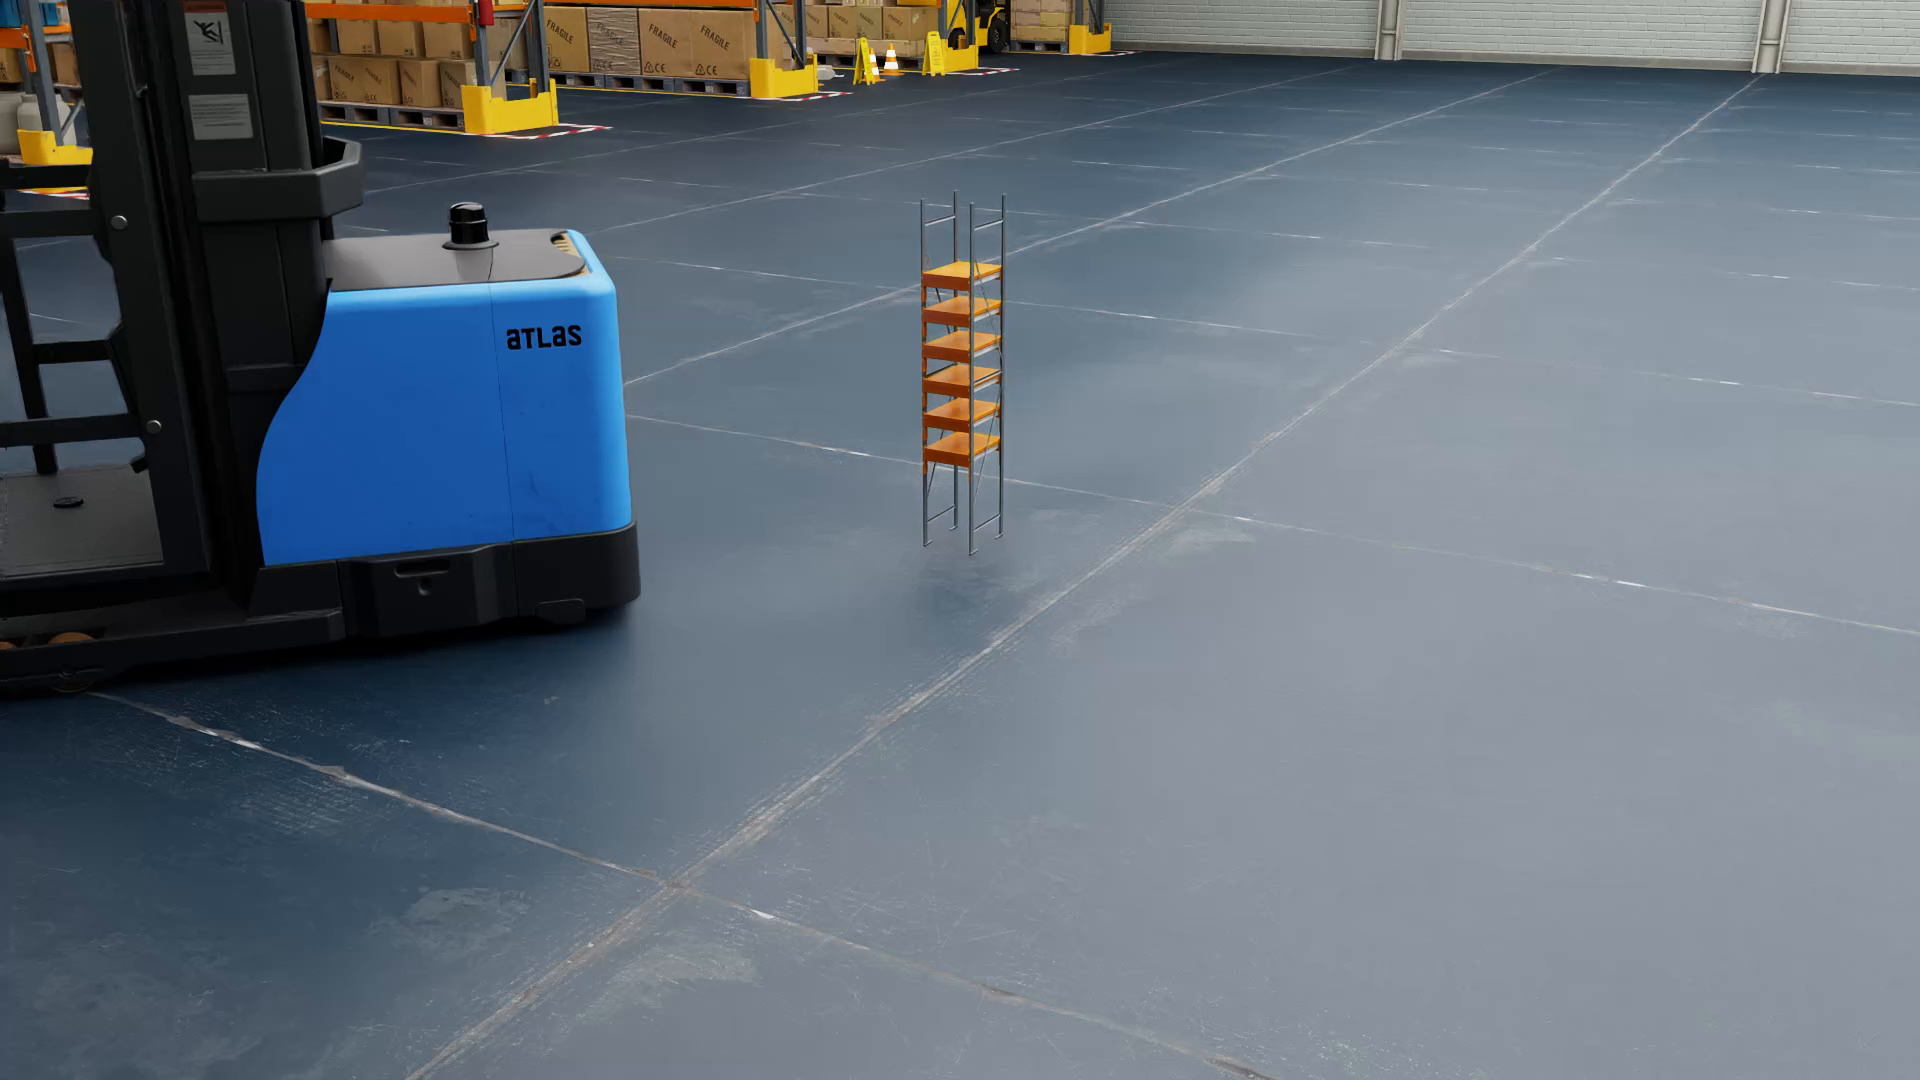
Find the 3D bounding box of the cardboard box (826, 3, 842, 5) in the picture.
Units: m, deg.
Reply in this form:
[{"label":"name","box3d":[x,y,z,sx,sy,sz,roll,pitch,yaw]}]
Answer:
[{"label":"cardboard box","box3d":[-2.005,-8.637,27.593,0.500,0.500,0.500,12,23,30]}]

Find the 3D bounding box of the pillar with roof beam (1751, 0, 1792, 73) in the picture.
[{"label":"pillar with roof beam","box3d":[10.575,-10.307,21.082,0.400,9.000,9.100,11,23,27]}]

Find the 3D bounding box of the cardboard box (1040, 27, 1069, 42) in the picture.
[{"label":"cardboard box","box3d":[1.802,-9.269,30.435,0.500,0.250,0.500,11,23,28]}]

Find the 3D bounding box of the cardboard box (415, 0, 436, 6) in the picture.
[{"label":"cardboard box","box3d":[-5.695,-5.887,18.064,0.250,0.149,0.380,11,23,27]}]

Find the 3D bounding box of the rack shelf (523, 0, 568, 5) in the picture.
[{"label":"rack shelf","box3d":[-7.615,-8.071,24.770,4.000,0.370,1.077,11,23,27]}]

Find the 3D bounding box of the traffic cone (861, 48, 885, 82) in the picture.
[{"label":"traffic cone","box3d":[-1.300,-7.009,24.510,0.334,0.463,0.336,11,23,27]}]

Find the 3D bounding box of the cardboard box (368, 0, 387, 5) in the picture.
[{"label":"cardboard box","box3d":[-6.333,-6.022,18.436,0.250,0.149,0.380,11,23,27]}]

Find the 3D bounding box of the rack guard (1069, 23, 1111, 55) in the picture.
[{"label":"rack guard","box3d":[2.387,-9.201,30.496,0.348,0.500,1.175,11,23,27]}]

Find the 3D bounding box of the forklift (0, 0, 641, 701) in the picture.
[{"label":"forklift","box3d":[-2.571,-1.129,4.680,3.031,2.935,1.130,-6,21,-17]}]

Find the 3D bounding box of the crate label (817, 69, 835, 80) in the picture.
[{"label":"crate label","box3d":[-2.017,-6.969,24.875,0.298,0.136,0.250,0,20,-1]}]

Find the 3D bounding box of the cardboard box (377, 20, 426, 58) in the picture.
[{"label":"cardboard box","box3d":[-8.108,-7.609,25.126,0.750,0.750,1.050,11,23,28]}]

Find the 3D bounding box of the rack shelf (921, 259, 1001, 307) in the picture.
[{"label":"rack shelf","box3d":[0.013,-0.858,5.546,0.180,0.103,0.258,11,23,27]}]

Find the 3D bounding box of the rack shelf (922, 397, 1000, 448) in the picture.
[{"label":"rack shelf","box3d":[0.013,-0.407,5.710,0.180,0.103,0.258,11,23,27]}]

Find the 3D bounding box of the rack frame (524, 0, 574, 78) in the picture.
[{"label":"rack frame","box3d":[-5.869,-8.076,23.731,0.127,3.000,1.000,11,23,27]}]

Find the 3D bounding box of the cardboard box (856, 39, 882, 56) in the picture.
[{"label":"cardboard box","box3d":[-1.336,-7.949,26.797,0.500,0.250,0.500,11,23,27]}]

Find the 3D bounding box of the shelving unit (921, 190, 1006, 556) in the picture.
[{"label":"shelving unit","box3d":[0.013,-0.562,5.654,0.189,1.200,0.258,11,23,27]}]

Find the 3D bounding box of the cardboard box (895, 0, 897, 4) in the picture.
[{"label":"cardboard box","box3d":[-1.587,-10.210,32.478,0.625,0.625,0.875,12,23,30]}]

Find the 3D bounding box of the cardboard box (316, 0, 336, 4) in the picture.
[{"label":"cardboard box","box3d":[-7.019,-6.128,18.727,0.250,0.149,0.380,11,23,27]}]

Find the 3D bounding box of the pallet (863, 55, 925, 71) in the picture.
[{"label":"pallet","box3d":[-0.809,-7.749,26.918,1.213,0.211,1.003,11,23,27]}]

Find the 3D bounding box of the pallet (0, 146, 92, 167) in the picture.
[{"label":"pallet","box3d":[-8.095,-3.301,14.656,1.213,0.211,1.003,11,23,27]}]

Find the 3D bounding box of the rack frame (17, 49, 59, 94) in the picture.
[{"label":"rack frame","box3d":[-11.868,-7.282,21.540,0.127,3.000,1.000,11,23,27]}]

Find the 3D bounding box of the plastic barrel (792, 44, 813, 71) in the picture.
[{"label":"plastic barrel","box3d":[-2.593,-7.583,26.150,0.512,0.421,0.421,-7,21,-20]}]

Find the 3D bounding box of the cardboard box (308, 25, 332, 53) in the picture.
[{"label":"cardboard box","box3d":[-10.063,-7.795,26.006,0.500,0.500,0.500,11,23,27]}]

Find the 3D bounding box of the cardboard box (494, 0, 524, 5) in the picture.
[{"label":"cardboard box","box3d":[-5.016,-5.952,18.242,0.250,0.149,0.380,11,23,27]}]

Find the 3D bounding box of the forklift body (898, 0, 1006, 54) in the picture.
[{"label":"forklift body","box3d":[-0.179,-9.753,29.598,1.214,2.155,2.313,11,23,27]}]

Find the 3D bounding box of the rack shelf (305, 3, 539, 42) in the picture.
[{"label":"rack shelf","box3d":[-6.630,-5.946,18.912,4.000,0.370,1.077,11,23,27]}]

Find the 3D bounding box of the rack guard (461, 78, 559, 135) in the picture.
[{"label":"rack guard","box3d":[-4.950,-4.789,18.334,0.348,0.500,1.175,11,23,27]}]

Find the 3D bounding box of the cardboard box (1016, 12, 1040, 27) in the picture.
[{"label":"cardboard box","box3d":[1.357,-9.594,30.598,0.500,0.250,0.500,11,22,27]}]

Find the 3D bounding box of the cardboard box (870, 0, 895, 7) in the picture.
[{"label":"cardboard box","box3d":[-1.231,-8.560,26.431,0.250,0.149,0.380,12,23,29]}]

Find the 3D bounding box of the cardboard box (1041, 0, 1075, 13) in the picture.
[{"label":"cardboard box","box3d":[1.812,-9.738,30.263,0.500,0.250,0.500,12,23,29]}]

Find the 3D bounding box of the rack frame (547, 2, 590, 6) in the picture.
[{"label":"rack frame","box3d":[-7.035,-10.232,29.673,0.127,3.000,1.000,11,23,27]}]

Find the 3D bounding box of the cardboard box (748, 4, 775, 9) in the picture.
[{"label":"cardboard box","box3d":[-3.160,-8.646,27.617,0.500,0.500,0.500,12,23,30]}]

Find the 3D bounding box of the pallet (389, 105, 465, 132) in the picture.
[{"label":"pallet","box3d":[-5.642,-4.799,18.784,1.213,0.211,1.003,11,23,27]}]

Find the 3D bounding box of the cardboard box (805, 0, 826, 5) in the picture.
[{"label":"cardboard box","box3d":[-2.394,-8.783,27.045,0.250,0.149,0.380,12,23,30]}]

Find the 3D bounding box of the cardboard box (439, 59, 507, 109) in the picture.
[{"label":"cardboard box","box3d":[-5.421,-5.082,18.527,0.500,0.500,0.500,16,25,37]}]

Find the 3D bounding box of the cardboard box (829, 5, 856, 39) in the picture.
[{"label":"cardboard box","box3d":[-1.772,-8.386,26.902,0.500,0.500,0.500,10,22,26]}]

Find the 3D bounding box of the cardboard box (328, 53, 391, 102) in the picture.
[{"label":"cardboard box","box3d":[-6.962,-5.388,19.368,0.500,0.500,0.500,9,22,23]}]

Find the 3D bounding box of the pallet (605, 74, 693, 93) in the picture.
[{"label":"pallet","box3d":[-4.174,-6.413,23.235,1.213,0.211,1.003,11,23,27]}]

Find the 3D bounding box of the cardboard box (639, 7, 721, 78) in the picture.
[{"label":"cardboard box","box3d":[-3.770,-6.848,22.846,0.875,0.875,0.875,10,22,26]}]

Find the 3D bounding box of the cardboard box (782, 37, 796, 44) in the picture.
[{"label":"cardboard box","box3d":[-2.688,-8.208,27.509,0.500,0.250,0.500,12,23,30]}]

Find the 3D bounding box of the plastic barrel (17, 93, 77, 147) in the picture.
[{"label":"plastic barrel","box3d":[-7.911,-3.591,14.399,0.421,0.512,0.421,0,20,0]}]

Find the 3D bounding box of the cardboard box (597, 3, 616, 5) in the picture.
[{"label":"cardboard box","box3d":[-7.327,-11.165,35.295,0.500,0.500,0.500,10,22,27]}]

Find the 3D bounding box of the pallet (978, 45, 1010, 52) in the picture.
[{"label":"pallet","box3d":[0.617,-9.387,31.433,1.213,0.211,1.003,11,23,27]}]

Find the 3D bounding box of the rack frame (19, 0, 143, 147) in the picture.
[{"label":"rack frame","box3d":[-7.299,-4.477,13.808,0.127,3.000,1.000,11,23,27]}]
